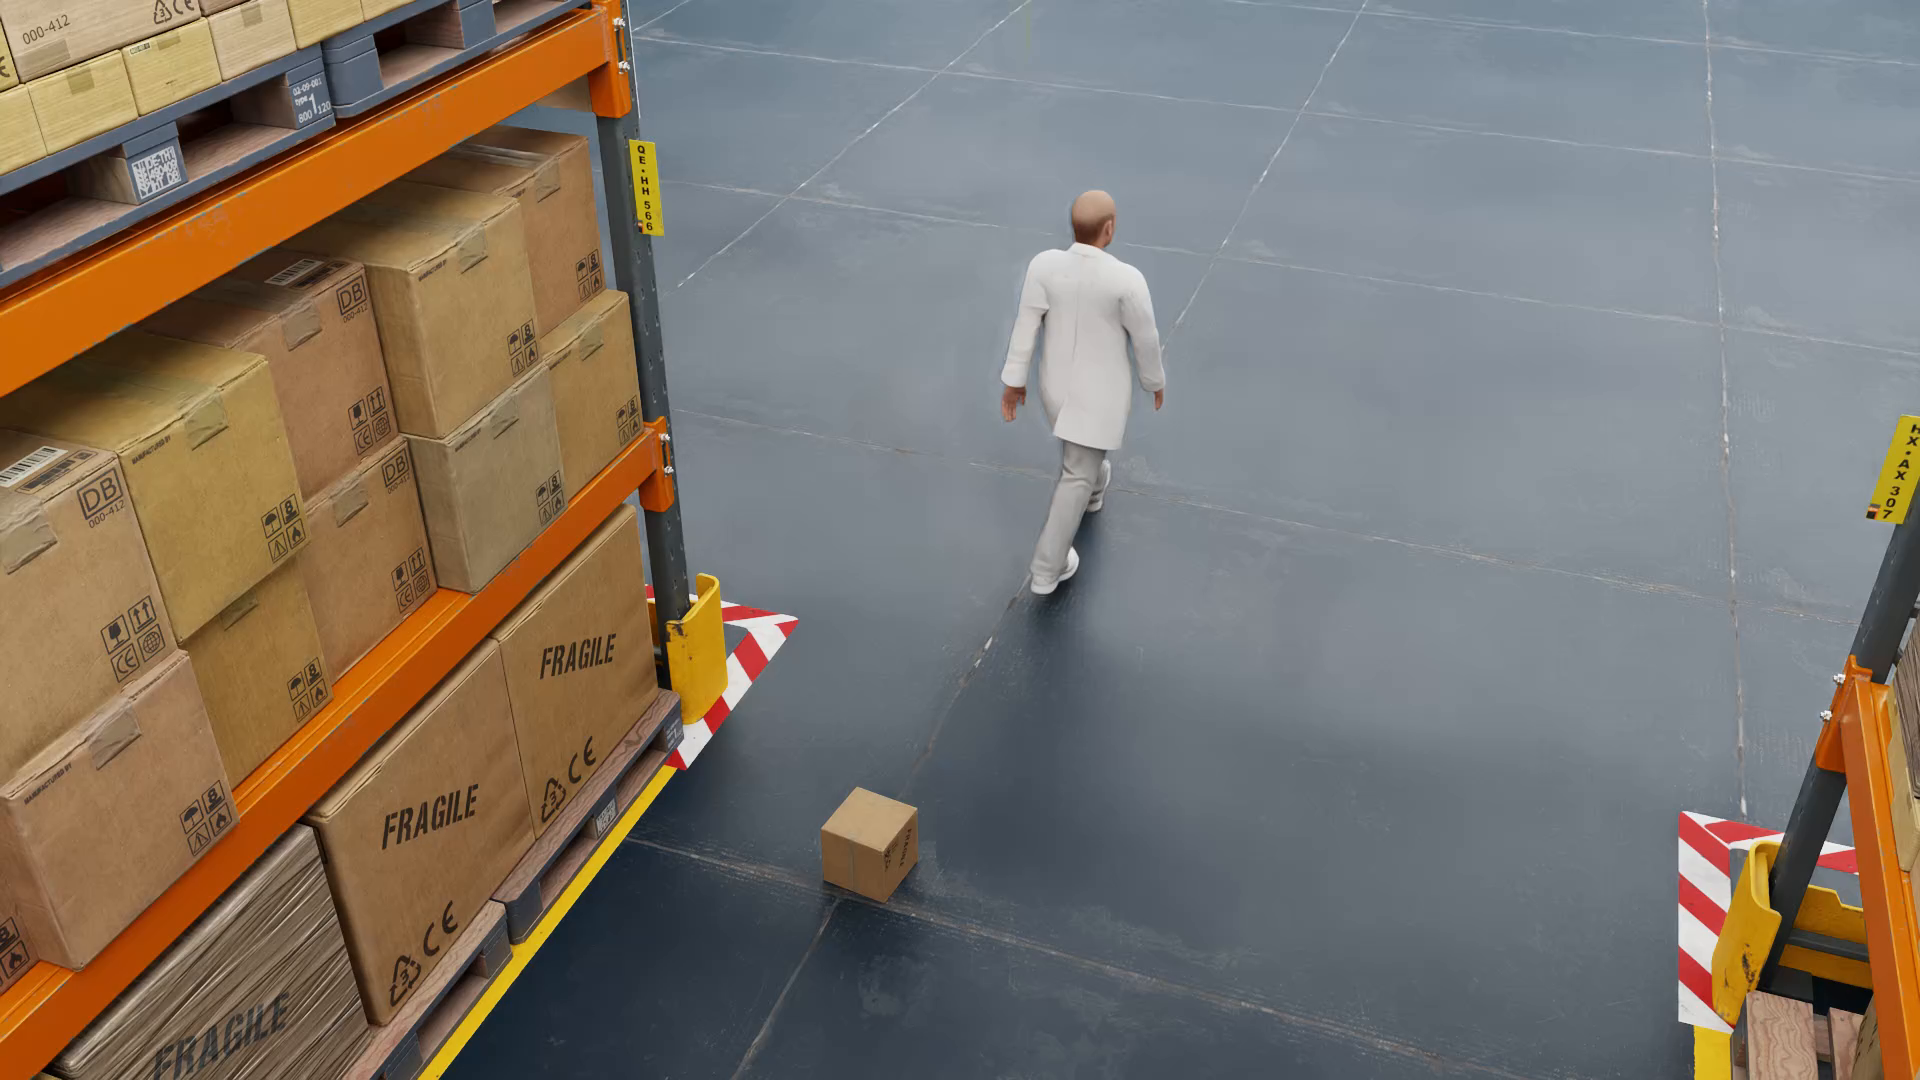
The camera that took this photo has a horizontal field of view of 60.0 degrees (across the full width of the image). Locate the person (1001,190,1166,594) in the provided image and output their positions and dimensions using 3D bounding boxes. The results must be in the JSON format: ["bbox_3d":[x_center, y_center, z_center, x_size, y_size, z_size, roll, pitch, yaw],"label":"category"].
[{"bbox_3d":[0.579,-0.724,7.263,0.636,1.713,1.131,18,37,26],"label":"person"}]
